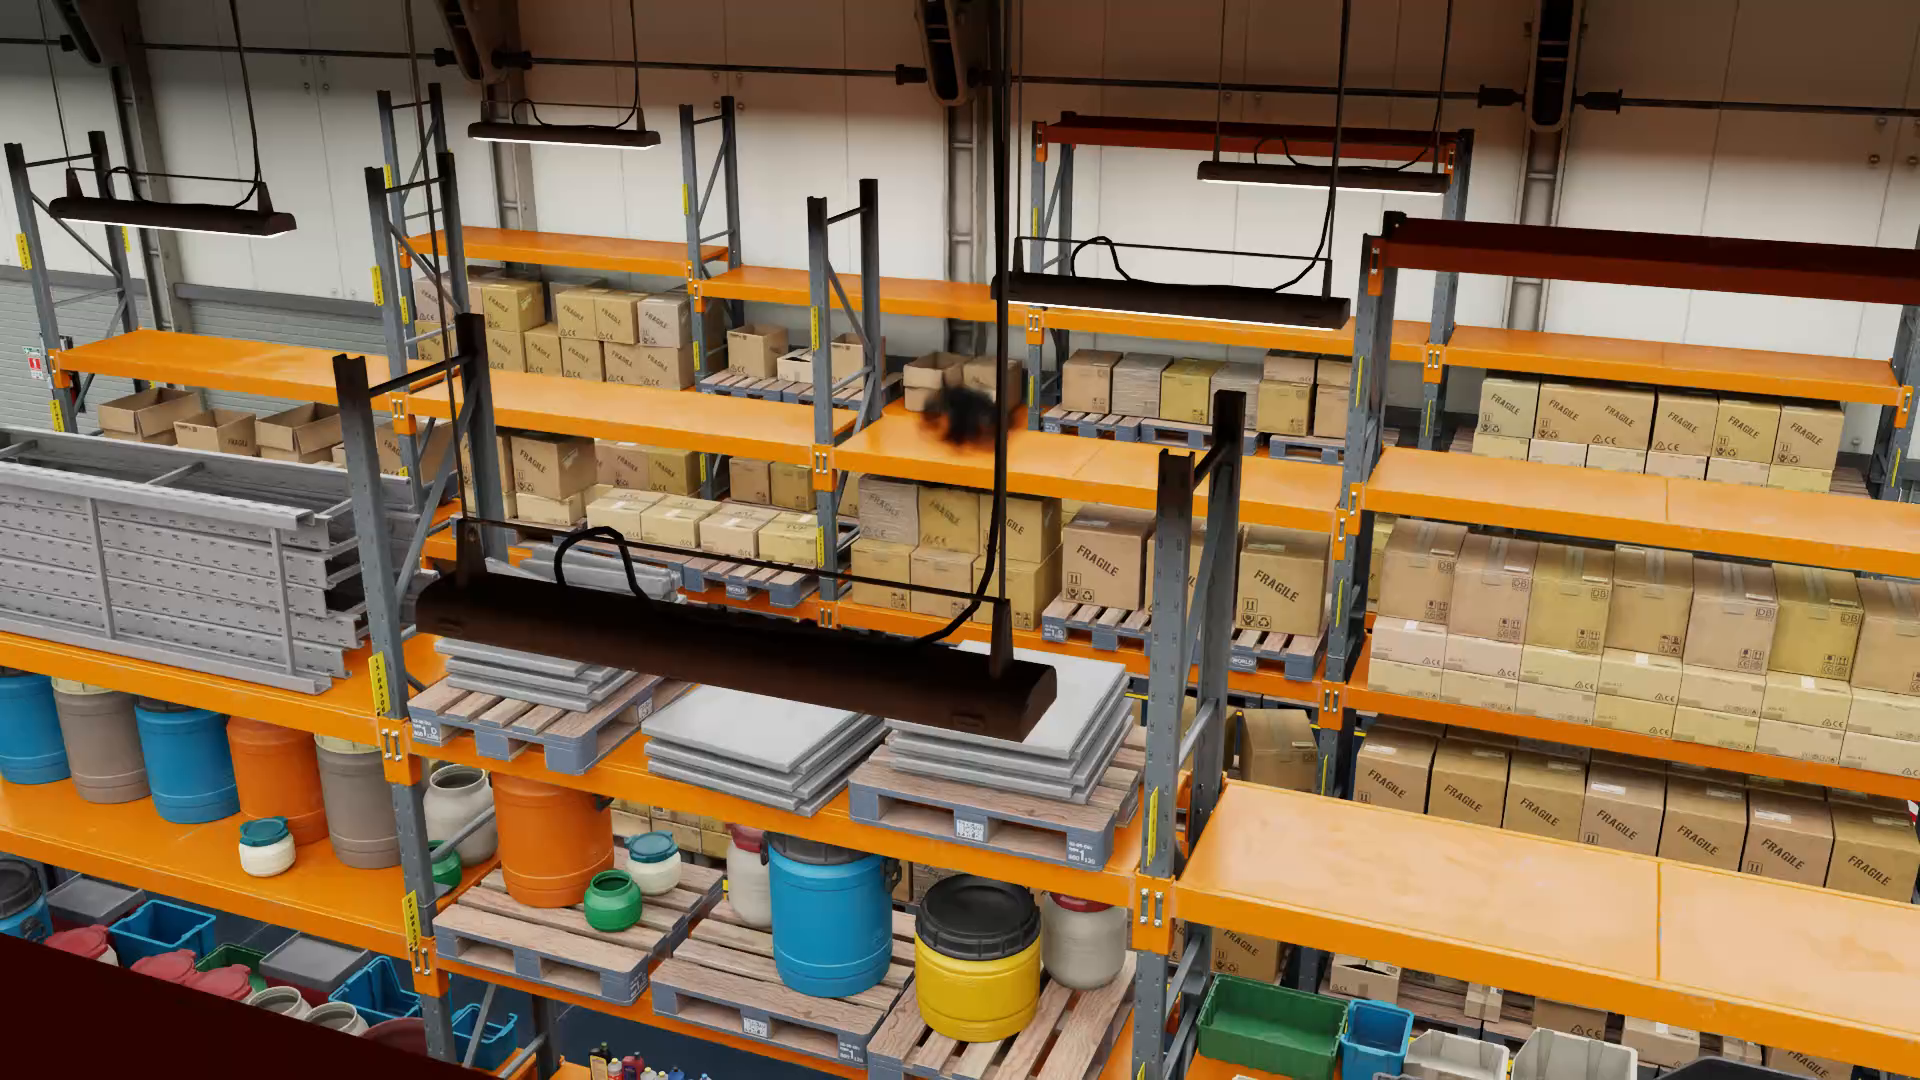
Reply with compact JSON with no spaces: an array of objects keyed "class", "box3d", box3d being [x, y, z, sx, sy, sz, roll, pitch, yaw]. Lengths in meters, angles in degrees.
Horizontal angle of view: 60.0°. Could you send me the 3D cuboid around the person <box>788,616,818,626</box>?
[{"class":"person","box3d":[-1.347,1.159,16.111,0.848,1.811,0.640,8,22,20]}]
